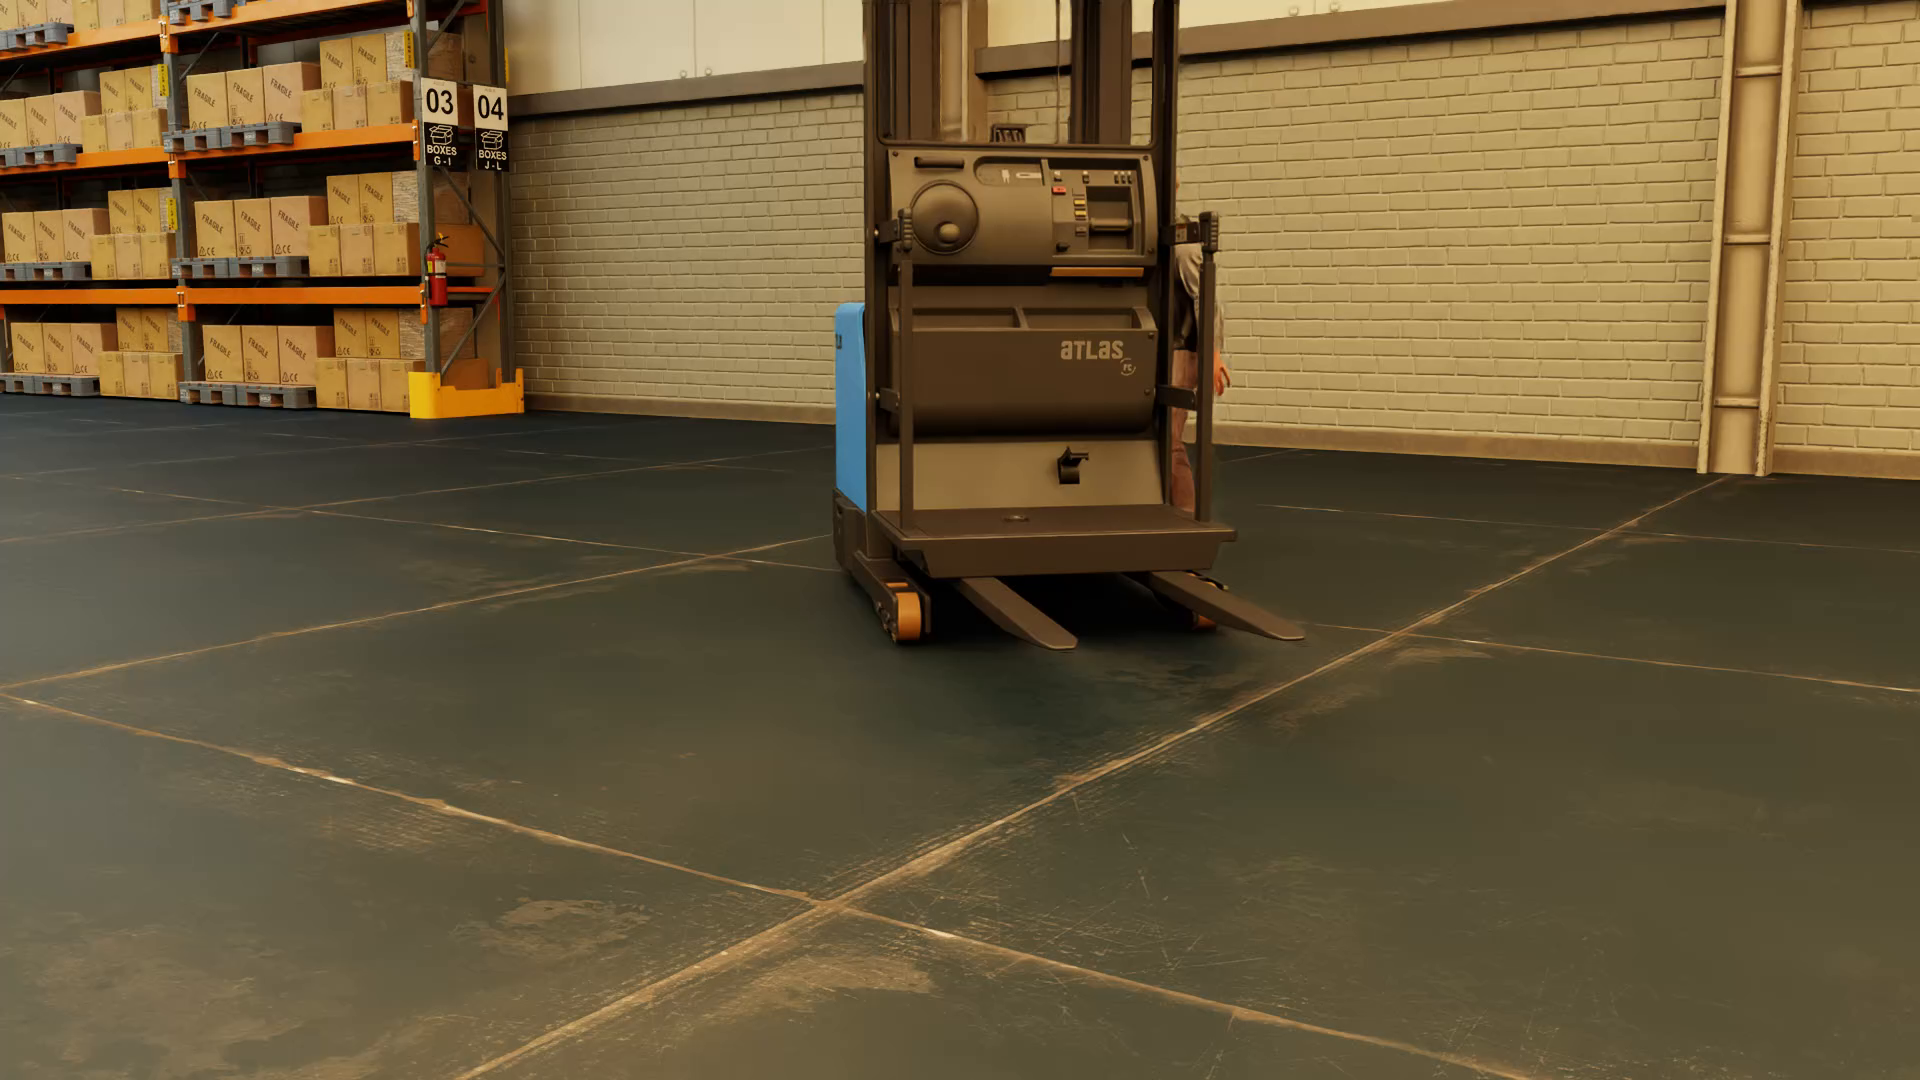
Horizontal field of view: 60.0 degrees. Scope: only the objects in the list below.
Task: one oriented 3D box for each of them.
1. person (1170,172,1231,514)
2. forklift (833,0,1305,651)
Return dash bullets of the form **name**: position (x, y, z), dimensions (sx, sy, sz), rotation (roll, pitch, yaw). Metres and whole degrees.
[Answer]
- **person**: position (0.933, -0.805, 7.383), dimensions (0.408, 1.694, 0.864), rotation (-2, 8, -17)
- **forklift**: position (0.262, -1.180, 5.489), dimensions (1.130, 2.935, 3.031), rotation (-2, 8, -11)
